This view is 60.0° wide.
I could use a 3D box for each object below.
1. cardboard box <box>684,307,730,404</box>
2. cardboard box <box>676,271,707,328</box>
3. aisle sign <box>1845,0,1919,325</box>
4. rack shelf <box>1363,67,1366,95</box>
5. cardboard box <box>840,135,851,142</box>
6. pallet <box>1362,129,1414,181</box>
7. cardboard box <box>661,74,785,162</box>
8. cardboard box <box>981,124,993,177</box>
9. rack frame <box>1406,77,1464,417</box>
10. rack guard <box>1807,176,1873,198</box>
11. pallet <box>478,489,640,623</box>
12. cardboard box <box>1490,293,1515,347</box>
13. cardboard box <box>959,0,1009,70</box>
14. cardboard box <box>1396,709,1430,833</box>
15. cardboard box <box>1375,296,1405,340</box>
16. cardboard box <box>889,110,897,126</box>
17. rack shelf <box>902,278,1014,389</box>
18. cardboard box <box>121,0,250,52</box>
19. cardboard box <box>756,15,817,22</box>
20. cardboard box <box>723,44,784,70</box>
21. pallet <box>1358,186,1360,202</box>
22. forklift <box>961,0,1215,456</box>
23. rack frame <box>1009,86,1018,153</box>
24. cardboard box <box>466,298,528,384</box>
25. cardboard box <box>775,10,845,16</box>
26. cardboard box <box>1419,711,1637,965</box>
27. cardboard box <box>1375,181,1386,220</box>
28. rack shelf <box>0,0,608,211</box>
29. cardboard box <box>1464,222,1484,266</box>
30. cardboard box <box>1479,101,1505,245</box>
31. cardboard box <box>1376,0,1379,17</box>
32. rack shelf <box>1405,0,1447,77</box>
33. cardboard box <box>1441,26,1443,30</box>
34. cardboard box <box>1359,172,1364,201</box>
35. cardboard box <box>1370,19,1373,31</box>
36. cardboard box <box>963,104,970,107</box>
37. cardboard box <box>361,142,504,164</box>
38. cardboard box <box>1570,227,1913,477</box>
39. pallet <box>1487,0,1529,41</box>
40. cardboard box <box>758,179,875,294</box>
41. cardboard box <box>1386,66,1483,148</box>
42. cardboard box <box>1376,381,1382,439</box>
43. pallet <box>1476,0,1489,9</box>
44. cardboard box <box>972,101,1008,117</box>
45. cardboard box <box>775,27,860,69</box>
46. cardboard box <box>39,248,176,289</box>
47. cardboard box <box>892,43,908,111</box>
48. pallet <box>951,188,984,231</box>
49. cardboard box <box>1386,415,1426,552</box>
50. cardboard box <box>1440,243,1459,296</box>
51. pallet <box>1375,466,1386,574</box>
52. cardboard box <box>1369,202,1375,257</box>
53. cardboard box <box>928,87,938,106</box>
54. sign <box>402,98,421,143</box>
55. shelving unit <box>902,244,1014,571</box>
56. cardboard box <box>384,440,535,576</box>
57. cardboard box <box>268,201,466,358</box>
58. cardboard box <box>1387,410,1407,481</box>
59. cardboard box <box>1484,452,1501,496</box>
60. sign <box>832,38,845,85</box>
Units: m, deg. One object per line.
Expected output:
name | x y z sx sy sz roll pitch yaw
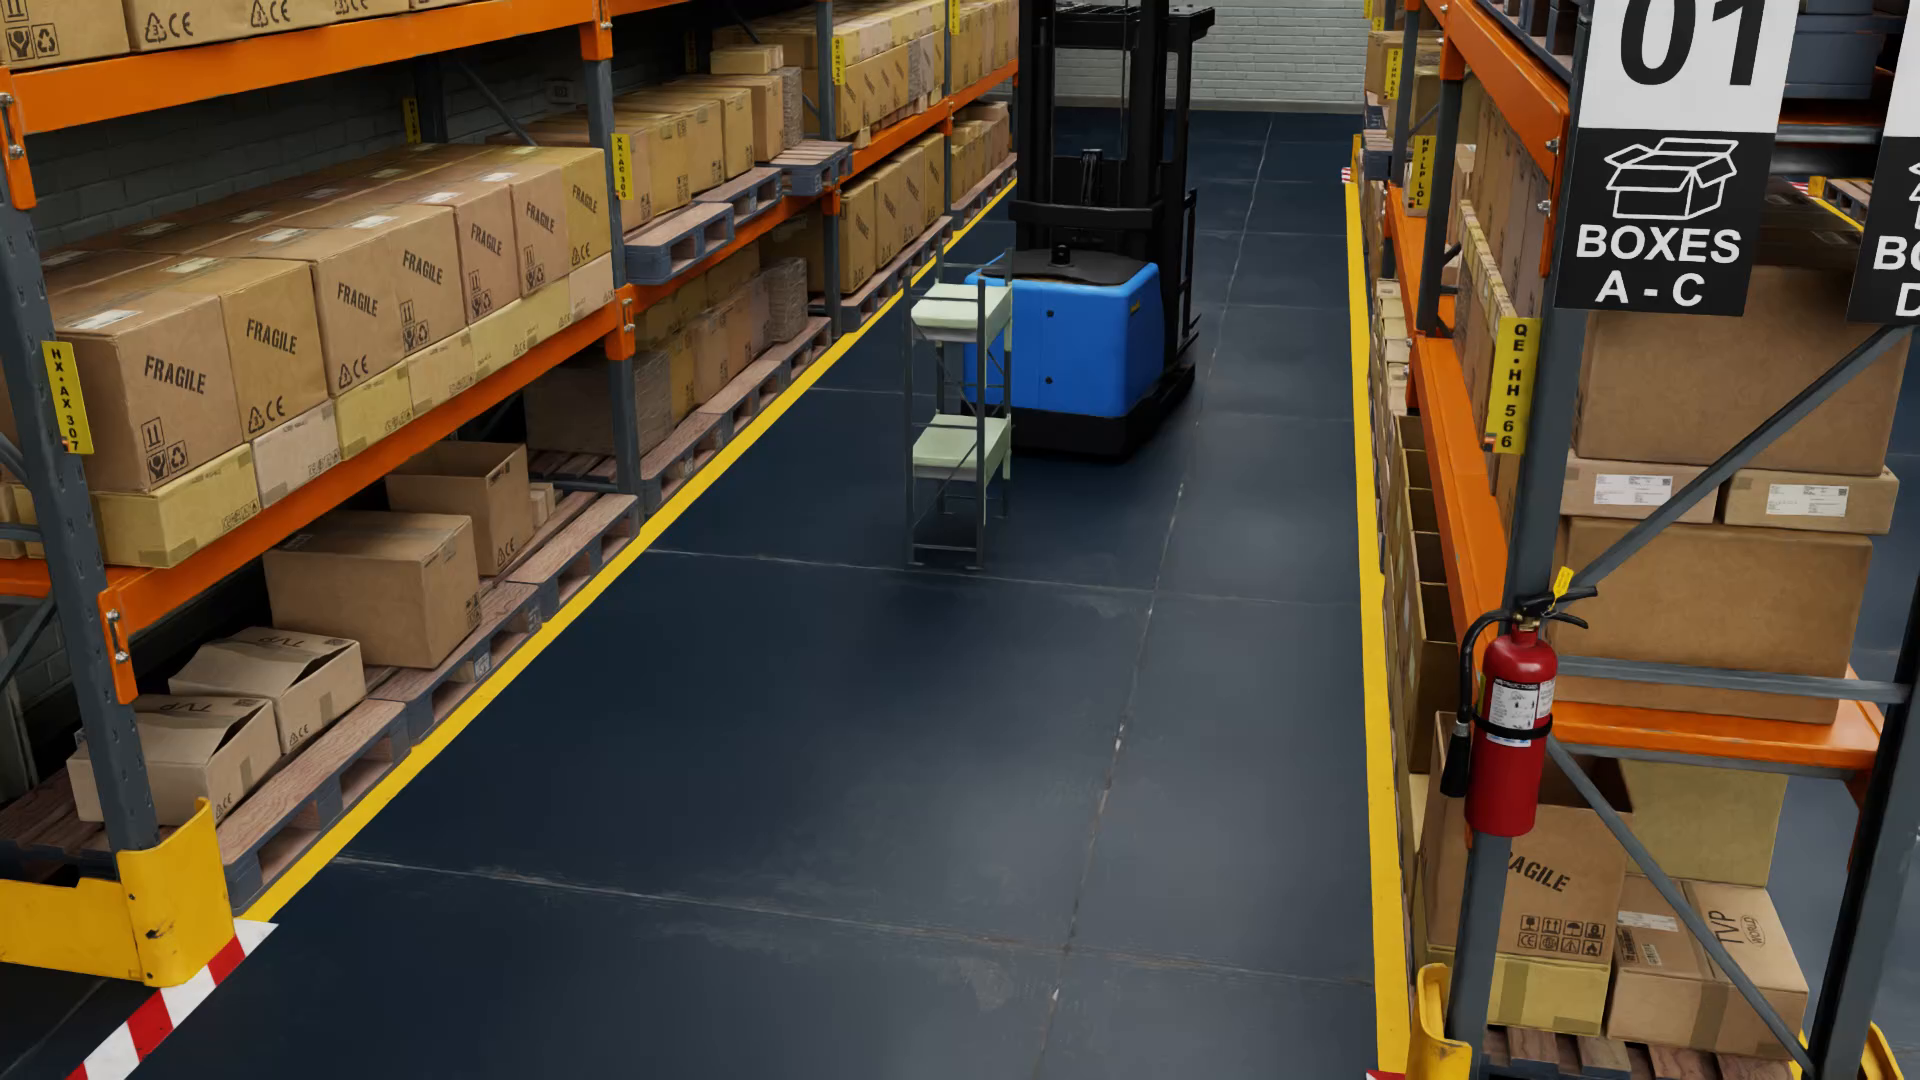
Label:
cardboard box | -1.889 -1.192 10.556 0.700 0.500 0.500 5 22 12
cardboard box | -1.900 -1.516 10.355 0.500 0.250 0.500 4 22 9
aisle sign | 2.098 -0.820 3.395 0.394 0.787 0.004 4 22 11
rack shelf | 4.668 -4.448 16.846 1.077 0.370 4.000 4 22 11
cardboard box | -1.053 -3.051 12.723 0.380 0.149 0.250 5 22 12
pallet | 3.513 -2.752 11.928 1.213 0.211 1.003 4 22 11
cardboard box | -1.580 -2.835 11.155 0.700 0.500 0.500 2 22 6
cardboard box | -0.023 -4.294 18.285 0.700 0.500 0.500 4 22 9
rack frame | 2.628 -1.125 7.631 1.000 3.000 0.127 4 22 11
rack guard | 9.917 -3.985 18.078 1.175 0.500 0.348 4 22 11
pallet | -2.325 0.041 8.469 1.003 0.211 1.213 4 22 11
cardboard box | 2.017 -0.731 5.651 0.380 0.149 0.250 4 22 10
cardboard box | -0.006 -5.574 18.278 0.980 0.700 0.700 4 22 10
cardboard box | 1.822 0.834 5.887 0.500 0.250 0.500 4 22 11
cardboard box | 2.951 -1.405 10.695 0.500 0.311 0.500 4 22 10
cardboard box | -0.750 -3.617 14.128 0.380 0.149 0.250 5 23 13
rack shelf | -0.001 -1.055 8.422 0.431 0.370 0.720 4 22 11
cardboard box | -2.581 -1.782 5.087 0.500 0.500 0.500 6 23 14
cardboard box | -1.351 -4.067 13.375 0.500 0.250 0.500 4 22 10
cardboard box | -1.447 -3.387 11.656 0.380 0.149 0.250 2 22 4
pallet | 4.899 -3.900 18.256 1.003 0.211 1.213 4 22 11
forklift | 0.982 -2.381 10.841 1.130 2.935 3.031 8 23 18
rack frame | 0.226 -5.890 19.462 1.000 3.000 0.127 4 22 11
cardboard box | -2.220 -0.878 7.191 0.500 0.250 0.500 4 22 11
cardboard box | -1.247 -4.254 13.838 0.500 0.250 0.500 4 22 10
cardboard box | 1.630 0.852 4.837 0.500 0.500 0.500 4 22 11
cardboard box | 3.617 -2.735 13.383 0.500 0.250 0.500 4 22 10
rack shelf | -2.631 -1.827 6.323 1.077 0.370 4.000 4 22 11
cardboard box | 2.281 -1.202 6.821 0.380 0.149 0.250 4 22 10
cardboard box | 2.441 -1.425 6.506 0.700 0.500 0.500 4 22 11
cardboard box | 4.419 -5.321 16.578 0.500 0.500 0.500 4 22 10
rack shelf | 3.036 -2.914 9.021 1.077 0.370 4.000 4 22 11
cardboard box | 4.632 -4.711 15.065 0.500 0.500 0.500 5 22 12
cardboard box | 4.252 -3.512 16.568 0.500 0.311 0.500 4 22 11
cardboard box | 4.728 -5.417 18.156 0.500 0.500 0.500 5 22 12
cardboard box | -0.092 -4.838 18.766 0.380 0.149 0.250 5 22 11
cardboard box | -2.523 -1.632 8.062 0.500 0.500 0.500 4 22 10
cardboard box | 1.930 -0.499 4.207 0.700 0.500 0.500 5 22 11
pallet | 2.228 -1.716 5.203 1.003 0.211 1.213 4 22 11
cardboard box | -1.128 -2.420 13.163 0.750 0.750 0.750 4 22 10
cardboard box | 3.462 -3.068 11.759 0.700 0.500 0.500 -3 22 -7
cardboard box | 2.743 -0.776 9.883 0.500 0.250 0.500 5 22 12
pallet | 2.479 -2.161 6.307 1.003 0.211 1.213 4 22 11
cardboard box | 0.333 -4.901 18.924 0.380 0.149 0.250 4 22 10
cardboard box | -1.055 -3.662 12.369 0.500 0.250 0.500 5 22 12
cardboard box | -3.038 -0.697 5.740 0.500 0.500 0.500 5 22 12
cardboard box | -0.740 -3.879 13.911 0.500 0.500 0.500 5 22 12
pallet | -0.358 -3.405 17.026 1.003 0.211 1.213 4 22 11
cardboard box | 2.226 -0.246 7.564 0.500 0.500 0.500 4 22 11
cardboard box | 2.627 -1.398 8.489 0.396 0.266 0.258 4 22 10
pallet | 2.740 -0.104 8.828 1.003 0.211 1.213 4 22 11
cardboard box | 3.716 -2.558 13.948 0.500 0.500 0.500 5 22 12
cardboard box | -0.410 -4.080 15.279 0.380 0.149 0.250 5 22 12
sign | -2.767 -2.079 8.450 0.100 0.325 0.005 4 22 11
shelving unit | -0.001 -0.693 8.567 0.431 1.500 0.755 4 22 11
cardboard box | -2.395 -0.163 8.000 0.500 0.500 0.500 3 22 7
cardboard box | -2.331 -1.035 6.579 0.500 0.500 0.500 5 23 13
cardboard box | 2.430 -0.474 8.383 0.500 0.311 0.500 4 22 11
cardboard box | 2.232 -0.444 5.808 0.700 0.500 0.500 5 23 13
sign | -0.873 -3.426 11.902 0.100 0.325 0.005 4 22 11
